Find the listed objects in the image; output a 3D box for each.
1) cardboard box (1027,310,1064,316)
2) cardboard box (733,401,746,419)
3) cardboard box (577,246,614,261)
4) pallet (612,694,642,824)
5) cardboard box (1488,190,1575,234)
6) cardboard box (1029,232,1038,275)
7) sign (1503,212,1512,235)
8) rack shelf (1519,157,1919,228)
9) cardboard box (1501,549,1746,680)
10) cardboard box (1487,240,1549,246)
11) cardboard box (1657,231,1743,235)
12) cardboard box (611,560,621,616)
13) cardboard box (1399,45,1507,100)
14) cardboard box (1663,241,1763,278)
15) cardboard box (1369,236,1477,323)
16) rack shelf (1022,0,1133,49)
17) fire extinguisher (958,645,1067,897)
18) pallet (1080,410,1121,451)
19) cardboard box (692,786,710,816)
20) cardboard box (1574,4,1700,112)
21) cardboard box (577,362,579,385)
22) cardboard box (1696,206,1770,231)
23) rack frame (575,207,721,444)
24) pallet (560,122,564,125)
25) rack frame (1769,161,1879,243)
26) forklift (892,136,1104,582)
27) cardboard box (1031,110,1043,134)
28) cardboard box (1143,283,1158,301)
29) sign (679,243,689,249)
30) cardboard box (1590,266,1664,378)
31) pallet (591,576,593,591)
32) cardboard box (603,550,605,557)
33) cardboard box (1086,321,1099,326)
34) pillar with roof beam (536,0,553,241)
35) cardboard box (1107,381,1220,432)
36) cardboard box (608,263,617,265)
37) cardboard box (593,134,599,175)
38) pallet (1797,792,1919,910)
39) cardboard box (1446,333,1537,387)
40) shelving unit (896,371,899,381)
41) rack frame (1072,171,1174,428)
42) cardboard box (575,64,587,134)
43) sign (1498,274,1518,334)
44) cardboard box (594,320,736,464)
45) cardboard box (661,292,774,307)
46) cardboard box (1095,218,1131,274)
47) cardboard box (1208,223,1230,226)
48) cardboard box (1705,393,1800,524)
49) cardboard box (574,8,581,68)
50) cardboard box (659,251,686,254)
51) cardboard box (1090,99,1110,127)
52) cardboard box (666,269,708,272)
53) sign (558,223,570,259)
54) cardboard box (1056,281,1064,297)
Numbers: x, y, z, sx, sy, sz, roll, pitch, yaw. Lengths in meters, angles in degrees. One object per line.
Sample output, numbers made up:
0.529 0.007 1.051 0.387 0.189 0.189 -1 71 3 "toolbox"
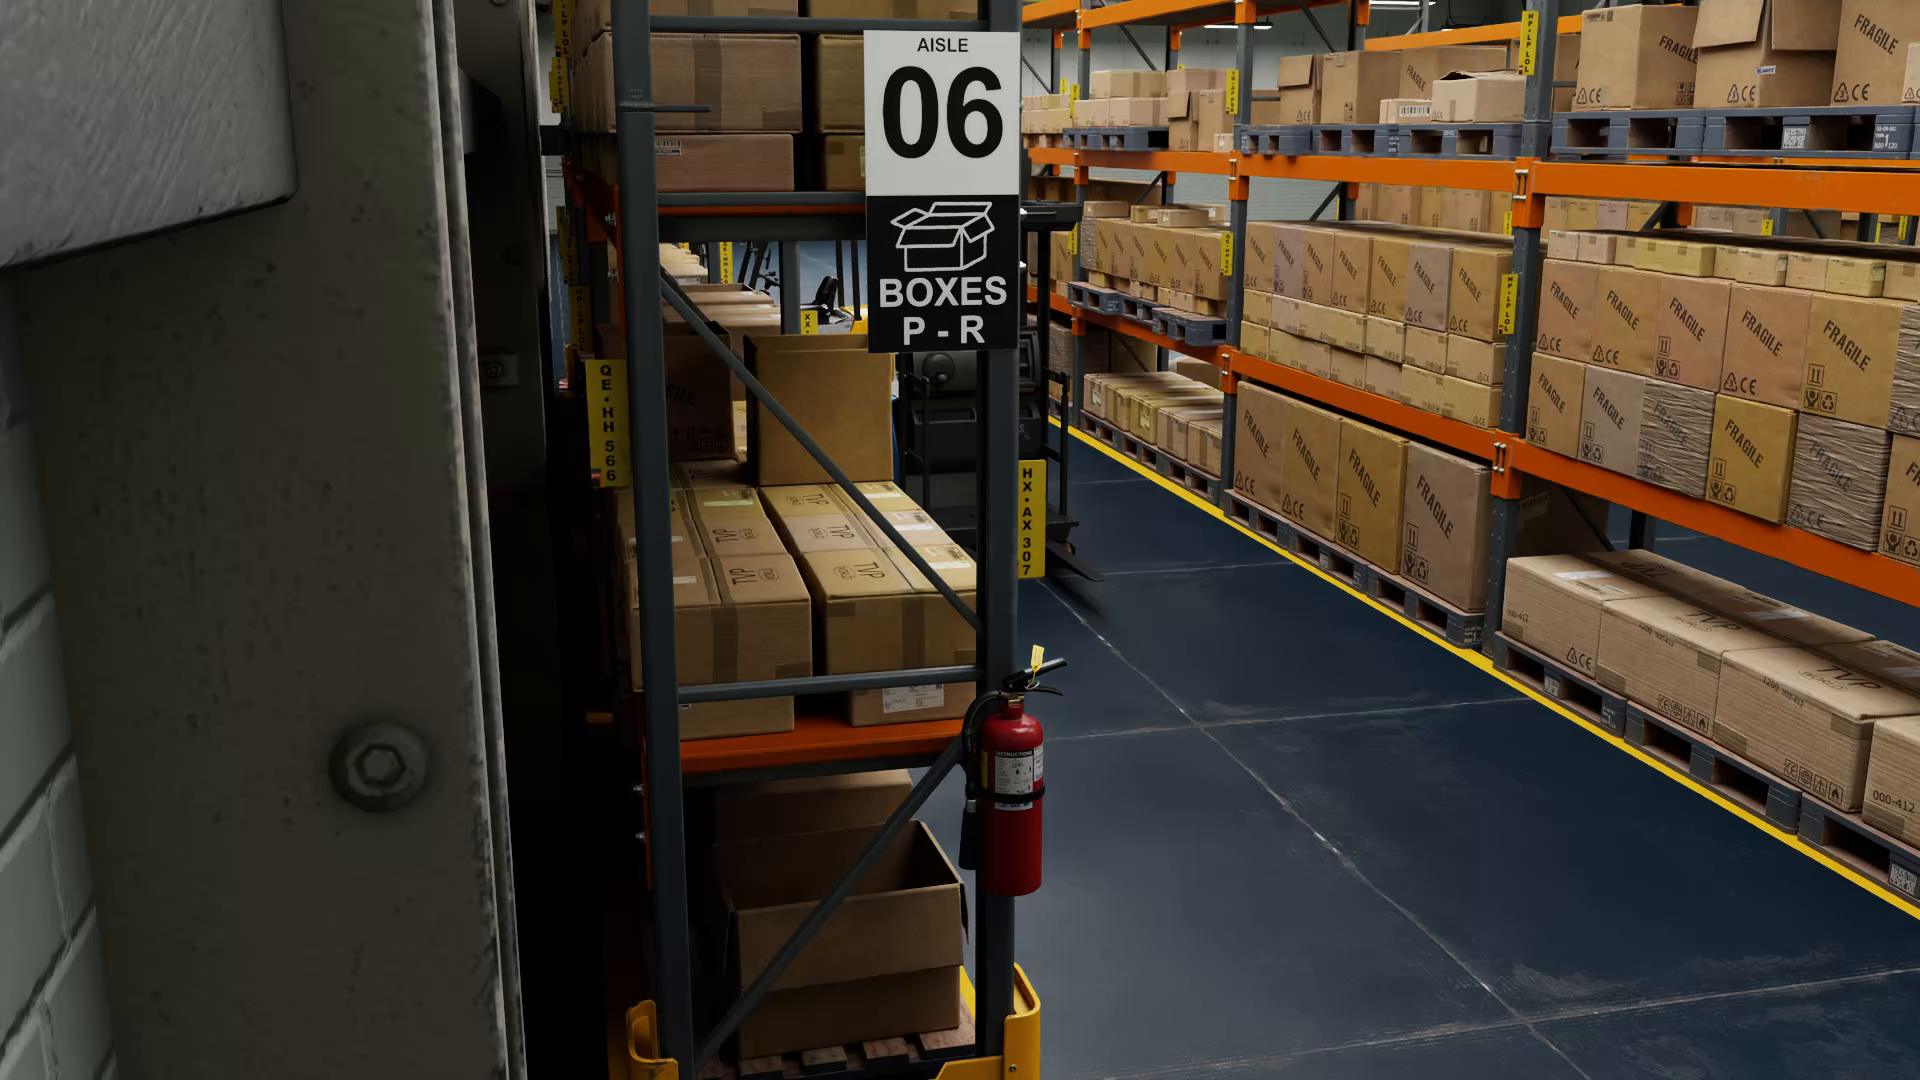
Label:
0.886 -2.362 19.104 0.500 0.500 0.500 -3 14 -12 "cardboard box"
-0.927 -0.495 7.822 0.500 0.250 0.500 -3 14 -12 "cardboard box"
-3.277 -2.579 15.084 0.380 0.149 0.250 -4 14 -15 "cardboard box"
-1.123 0.986 7.947 1.003 0.211 1.213 -3 14 -13 "pallet"
6.396 -3.634 18.390 0.875 0.550 0.550 -3 14 -13 "cardboard box"
1.062 -3.170 18.244 0.500 0.500 0.500 -3 14 -12 "cardboard box"
5.910 -3.377 17.939 0.100 0.325 0.005 -3 14 -13 "sign"
4.010 -1.451 7.242 1.077 0.370 4.000 -3 14 -13 "rack shelf"
3.583 0.387 9.038 0.875 0.438 0.875 -3 14 -14 "cardboard box"
3.570 -1.572 10.225 0.500 0.500 0.500 -3 14 -14 "cardboard box"
3.878 -1.534 8.701 0.380 0.149 0.250 -3 14 -12 "cardboard box"
-1.055 0.162 5.973 0.380 0.149 0.250 -3 14 -13 "cardboard box"
3.297 -3.047 11.162 0.500 0.500 0.500 -3 14 -13 "cardboard box"
3.572 -1.328 7.860 0.380 0.149 0.250 -4 14 -15 "cardboard box"
2.963 -1.665 10.605 0.500 0.500 0.500 -3 14 -11 "cardboard box"
1.192 -5.675 18.217 1.077 0.370 4.000 -3 14 -13 "rack shelf"
0.140 0.622 4.508 0.296 0.674 0.183 -3 14 -13 "fire extinguisher"
1.846 -1.116 16.551 1.003 0.211 1.213 -3 14 -13 "pallet"
-0.803 0.821 7.130 0.700 0.500 0.500 -4 14 -15 "cardboard box"
3.474 -2.416 8.368 0.500 0.500 0.500 -3 14 -12 "cardboard box"
-4.085 -1.922 18.881 0.500 0.250 0.500 -3 14 -13 "cardboard box"
7.173 -2.782 15.175 0.700 0.500 0.500 -3 14 -14 "cardboard box"
-2.223 -1.450 12.042 1.000 3.000 0.127 -3 14 -13 "rack frame"
-3.388 -3.982 16.273 1.003 0.211 1.213 -3 14 -13 "pallet"
7.389 -2.027 14.402 1.000 3.000 0.127 -3 14 -13 "rack frame"
0.172 -1.280 11.490 1.130 2.935 3.031 -4 14 -15 "forklift"
1.071 -4.501 17.898 0.500 0.250 0.500 -4 14 -14 "cardboard box"
1.854 -2.225 14.859 0.380 0.149 0.250 -4 14 -15 "cardboard box"
-2.637 -2.929 15.824 0.100 0.325 0.005 -3 14 -13 "sign"
3.529 -1.099 8.287 0.500 0.500 0.500 -3 14 -14 "cardboard box"
-2.085 0.079 11.659 1.003 0.211 1.213 -3 14 -13 "pallet"
-1.783 -0.017 9.191 0.380 0.149 0.250 -3 14 -13 "cardboard box"
1.648 -2.157 18.264 0.500 0.500 0.500 -3 14 -11 "cardboard box"
-7.676 -13.160 47.331 9.100 9.000 0.548 -3 14 -13 "pillar with roof beam"
1.959 -1.291 16.044 0.950 0.372 0.625 -2 14 -10 "cardboard box"
-2.779 -2.112 13.174 0.380 0.149 0.250 -3 14 -14 "cardboard box"
-1.201 -1.474 6.348 0.380 0.149 0.250 -3 14 -12 "cardboard box"
4.216 1.293 6.692 1.003 0.211 1.213 -3 14 -13 "pallet"
3.200 -1.063 9.720 0.500 0.250 0.500 -3 14 -13 "cardboard box"
-0.329 -0.845 13.359 0.258 1.200 0.503 -4 14 -15 "shelving unit"
1.661 -2.650 16.955 1.000 3.000 0.127 -3 14 -13 "rack frame"
-1.210 -1.691 6.398 0.500 0.250 0.500 -4 14 -14 "cardboard box"
3.015 -1.296 9.140 0.100 0.325 0.005 -3 14 -13 "sign"
-1.193 -0.605 6.691 0.500 0.500 0.500 -4 14 -15 "cardboard box"
-1.486 -1.204 9.941 0.700 0.500 0.500 -3 14 -13 "cardboard box"
1.611 -2.808 15.877 0.500 0.500 0.500 -3 14 -13 "cardboard box"
2.350 -2.599 15.023 0.500 0.500 0.500 -4 14 -15 "cardboard box"
3.742 -0.380 7.452 0.500 0.500 0.500 -3 14 -12 "cardboard box"
-1.307 -2.050 6.814 0.500 0.250 0.500 -4 14 -15 "cardboard box"
-2.591 -2.435 14.496 0.380 0.149 0.250 -4 14 -15 "cardboard box"
1.529 -3.964 15.445 0.500 0.250 0.500 -3 14 -14 "cardboard box"
-2.076 -1.965 12.573 0.380 0.149 0.250 -3 14 -12 "cardboard box"
-3.702 -2.800 15.579 0.100 0.325 0.005 -3 14 -13 "sign"
1.224 -2.643 17.453 0.380 0.149 0.250 -3 14 -12 "cardboard box"
